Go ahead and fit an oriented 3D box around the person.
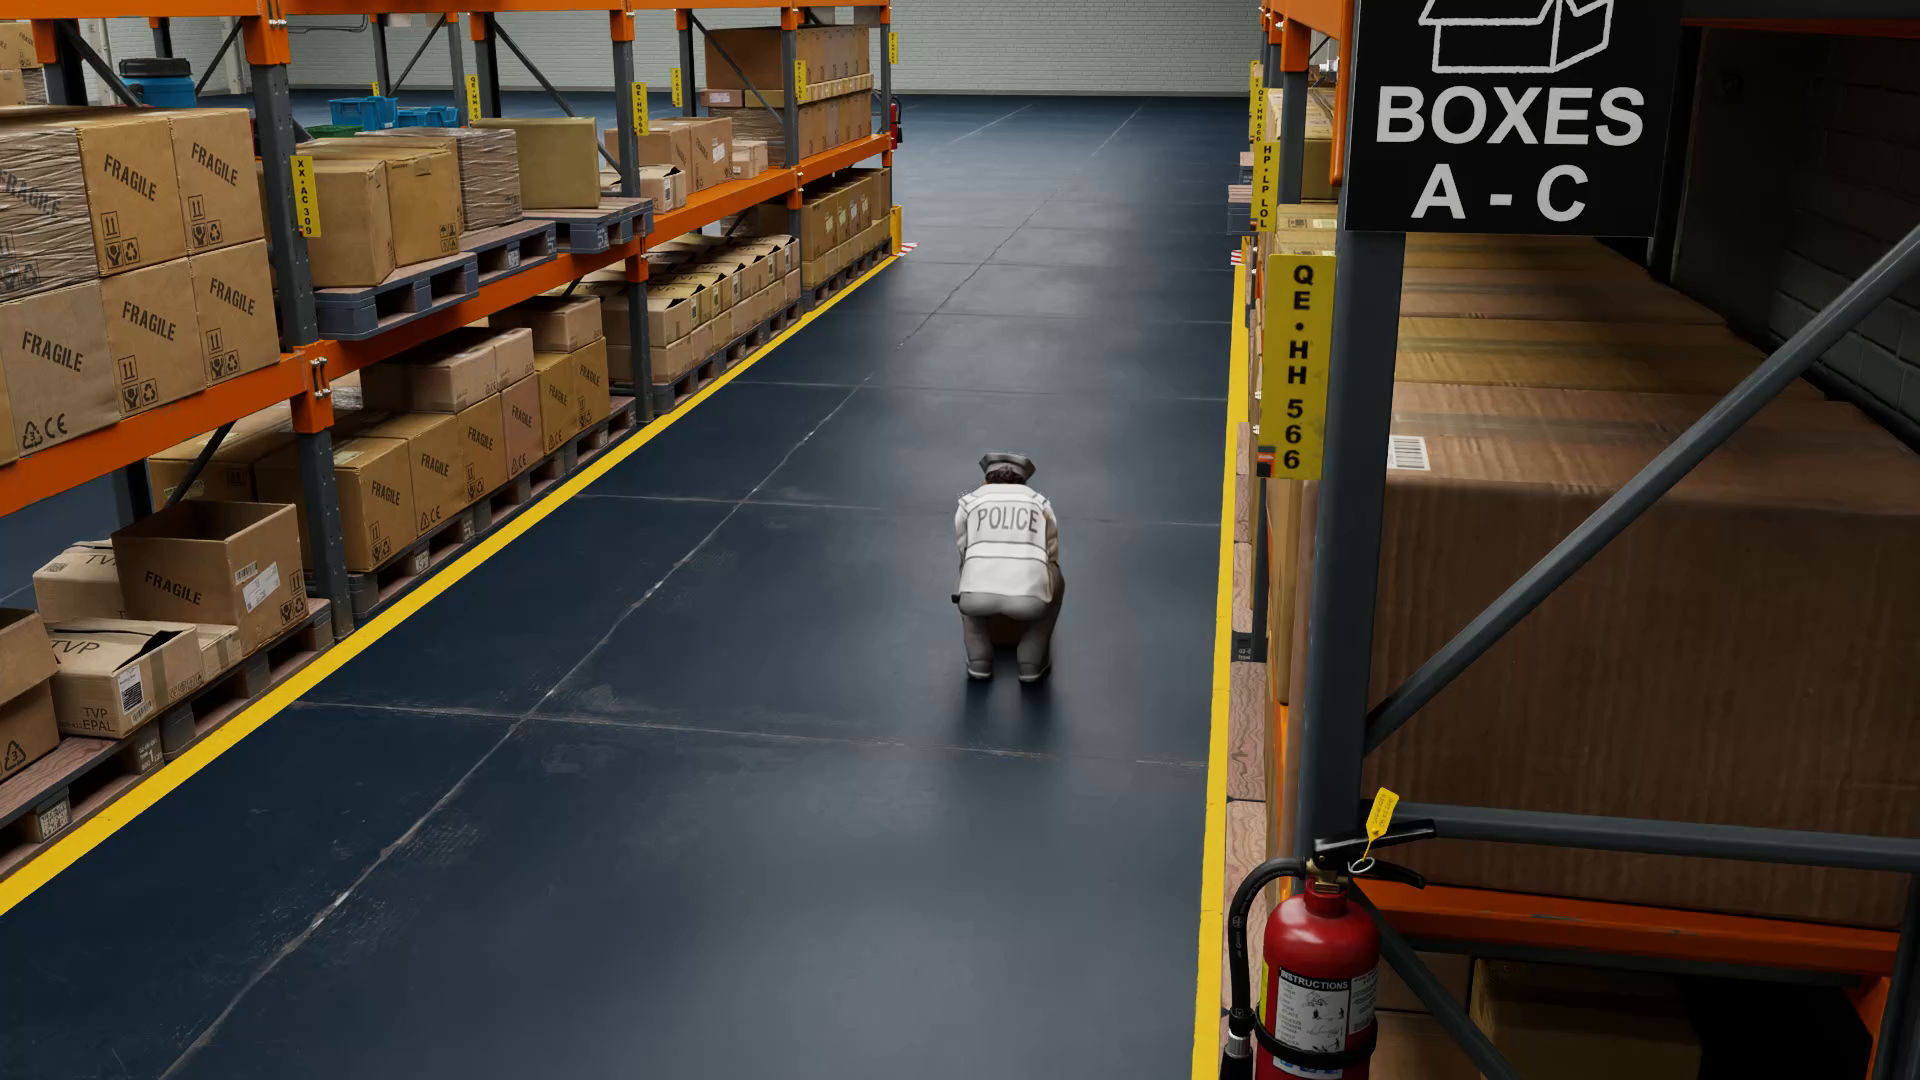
[{"bbox_3d":[0.211,0.166,7.028,0.463,0.850,0.880,3,18,9],"label":"person"}]
